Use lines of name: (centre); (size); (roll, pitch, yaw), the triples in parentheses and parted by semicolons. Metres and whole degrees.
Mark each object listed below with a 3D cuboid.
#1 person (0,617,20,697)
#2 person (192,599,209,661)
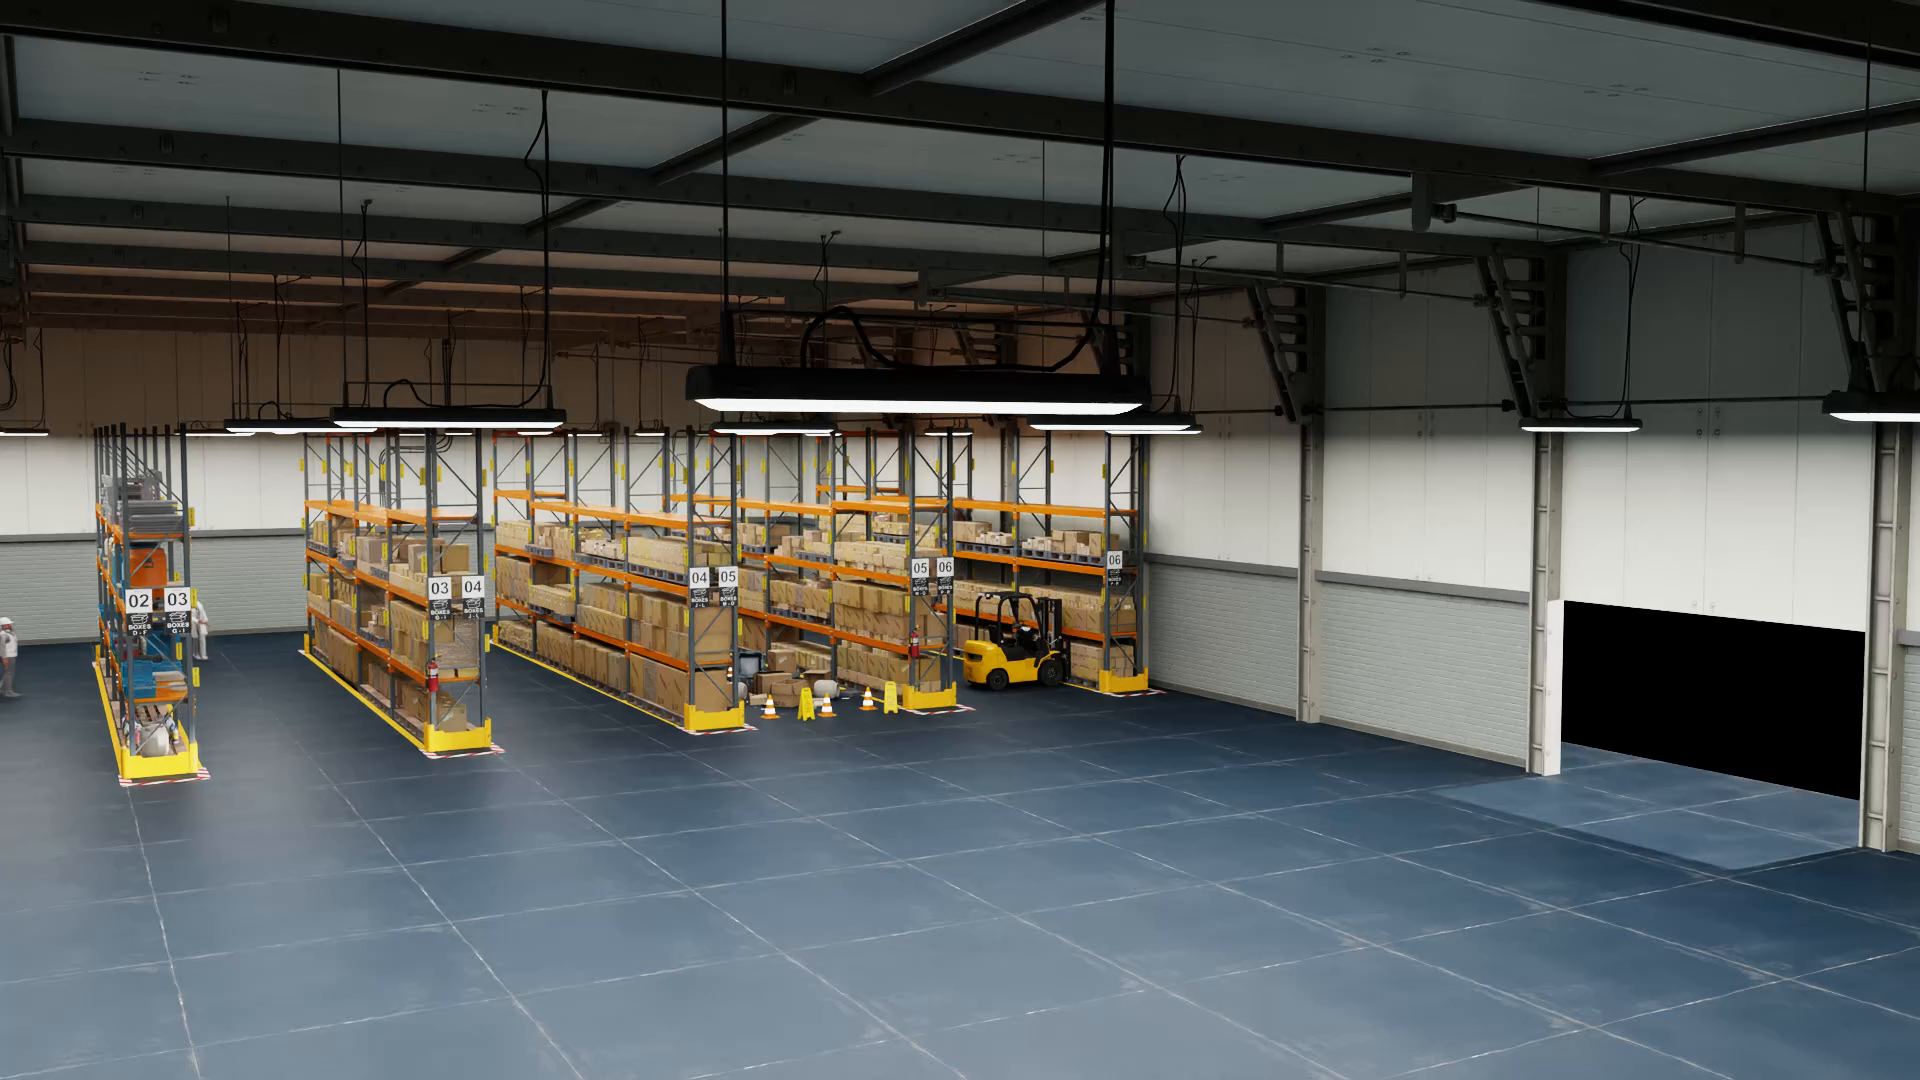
person: (-21.115, 2.592, 36.879); (0.428, 1.778, 0.554); (-3, 4, -38)
person: (-19.652, 2.252, 42.854); (0.658, 1.715, 1.082); (-2, 4, -34)
